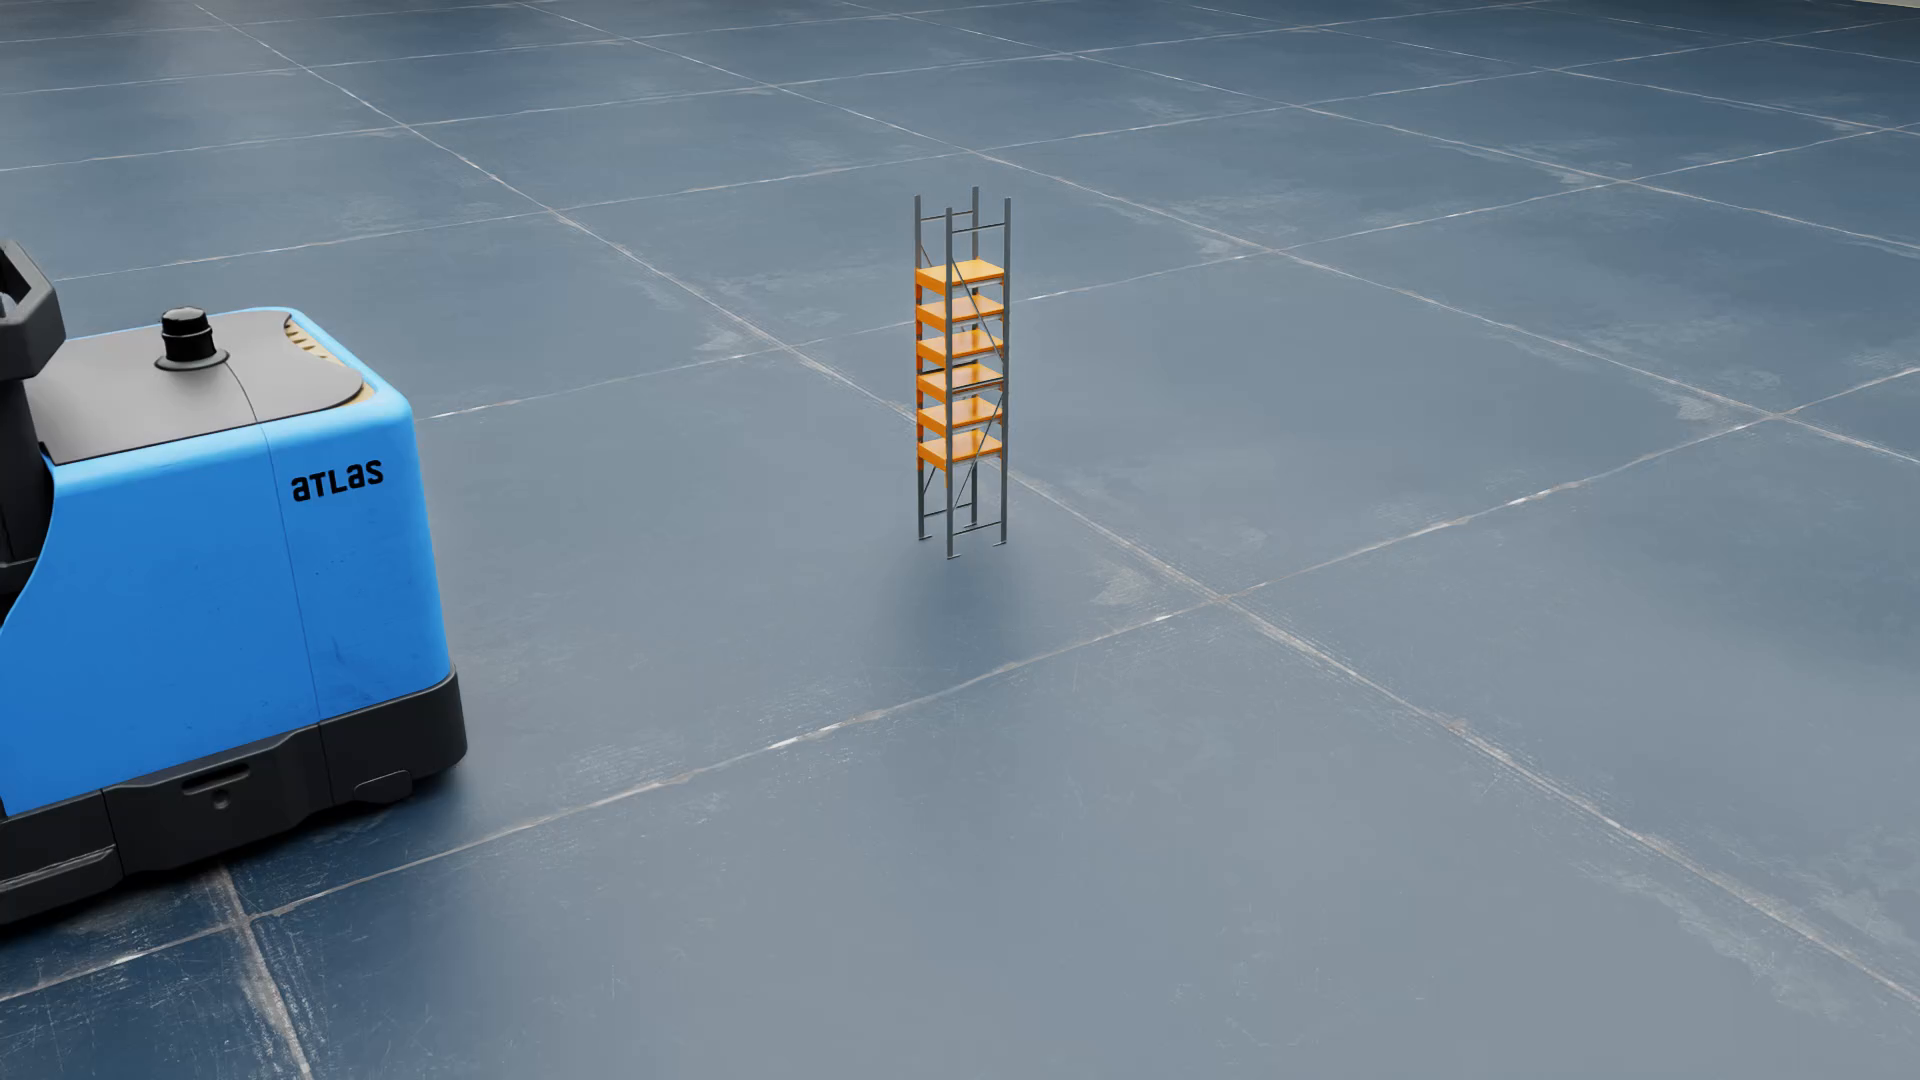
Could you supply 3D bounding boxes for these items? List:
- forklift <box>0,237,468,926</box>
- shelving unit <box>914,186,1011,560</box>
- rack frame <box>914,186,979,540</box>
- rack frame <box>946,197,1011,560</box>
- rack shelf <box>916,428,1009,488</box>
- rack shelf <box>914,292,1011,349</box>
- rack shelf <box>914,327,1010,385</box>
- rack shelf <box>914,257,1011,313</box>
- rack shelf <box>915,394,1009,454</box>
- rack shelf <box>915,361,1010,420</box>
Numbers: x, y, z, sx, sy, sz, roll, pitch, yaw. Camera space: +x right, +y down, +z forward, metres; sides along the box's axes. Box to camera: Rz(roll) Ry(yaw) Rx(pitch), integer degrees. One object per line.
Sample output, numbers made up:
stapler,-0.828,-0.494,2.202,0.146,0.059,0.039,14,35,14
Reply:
forklift,-2.794,-0.488,3.350,3.031,2.935,1.130,-17,30,-32
shelving unit,0.008,-0.537,5.483,0.258,1.200,0.189,-16,29,-30
rack frame,-0.042,-0.570,5.552,0.240,1.200,0.006,-16,29,-30
rack frame,0.058,-0.505,5.414,0.240,1.200,0.006,-16,29,-30
rack shelf,0.008,-0.280,5.604,0.258,0.103,0.180,-16,29,-30
rack shelf,0.008,-0.714,5.399,0.258,0.103,0.180,-16,29,-30
rack shelf,0.008,-0.606,5.451,0.258,0.103,0.180,-16,29,-30
rack shelf,0.008,-0.823,5.348,0.258,0.103,0.180,-16,29,-30
rack shelf,0.008,-0.389,5.553,0.258,0.103,0.180,-16,29,-30
rack shelf,0.008,-0.497,5.502,0.258,0.103,0.180,-16,29,-30
